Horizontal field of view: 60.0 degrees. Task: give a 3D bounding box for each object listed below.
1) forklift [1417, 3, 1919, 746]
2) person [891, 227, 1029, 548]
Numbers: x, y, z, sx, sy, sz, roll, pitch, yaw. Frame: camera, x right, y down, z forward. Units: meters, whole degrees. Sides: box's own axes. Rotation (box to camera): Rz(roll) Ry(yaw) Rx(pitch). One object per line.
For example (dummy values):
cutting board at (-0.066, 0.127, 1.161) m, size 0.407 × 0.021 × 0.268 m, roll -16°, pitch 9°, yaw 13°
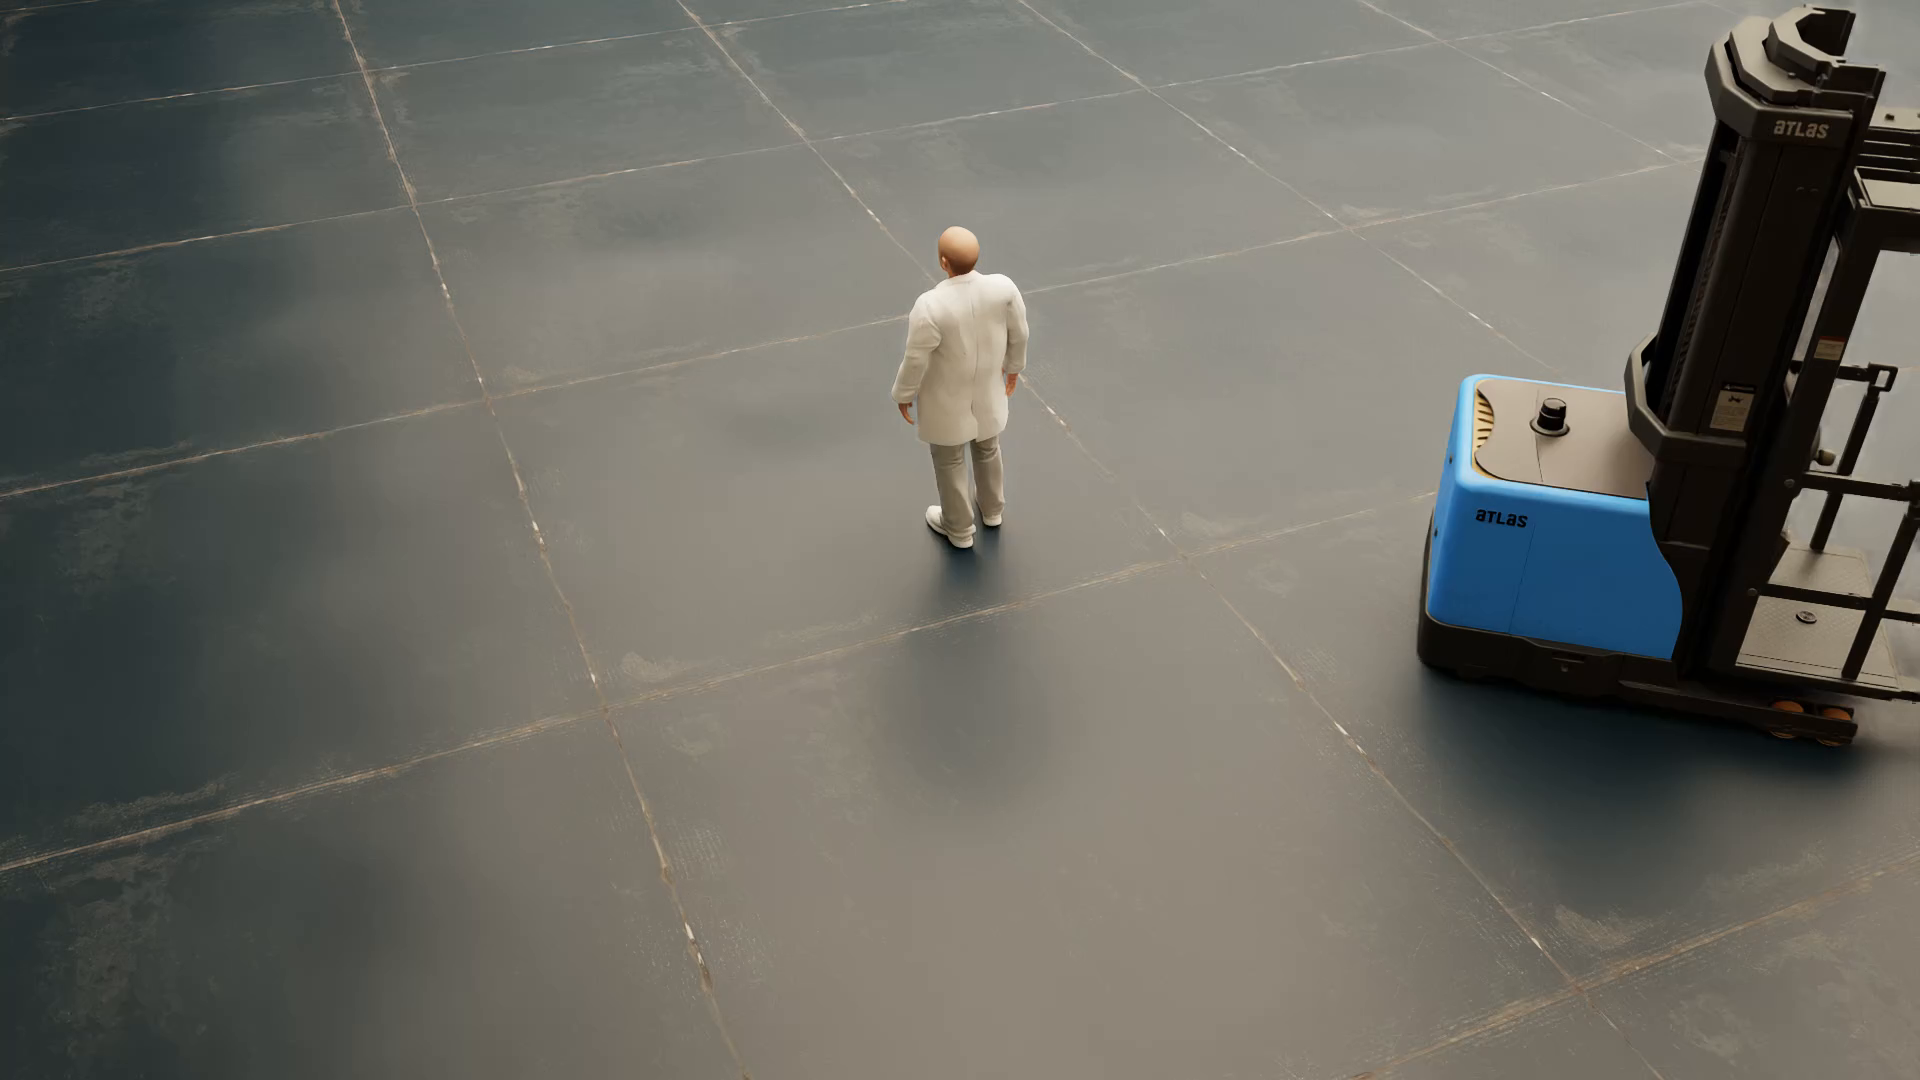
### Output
forklift at (3.711, -0.628, 6.981) m, size 3.031 × 2.935 × 1.130 m, roll 9°, pitch 36°, yaw 12°
person at (-0.032, -0.780, 8.178) m, size 0.696 × 1.777 × 0.578 m, roll -14°, pitch 38°, yaw -19°
